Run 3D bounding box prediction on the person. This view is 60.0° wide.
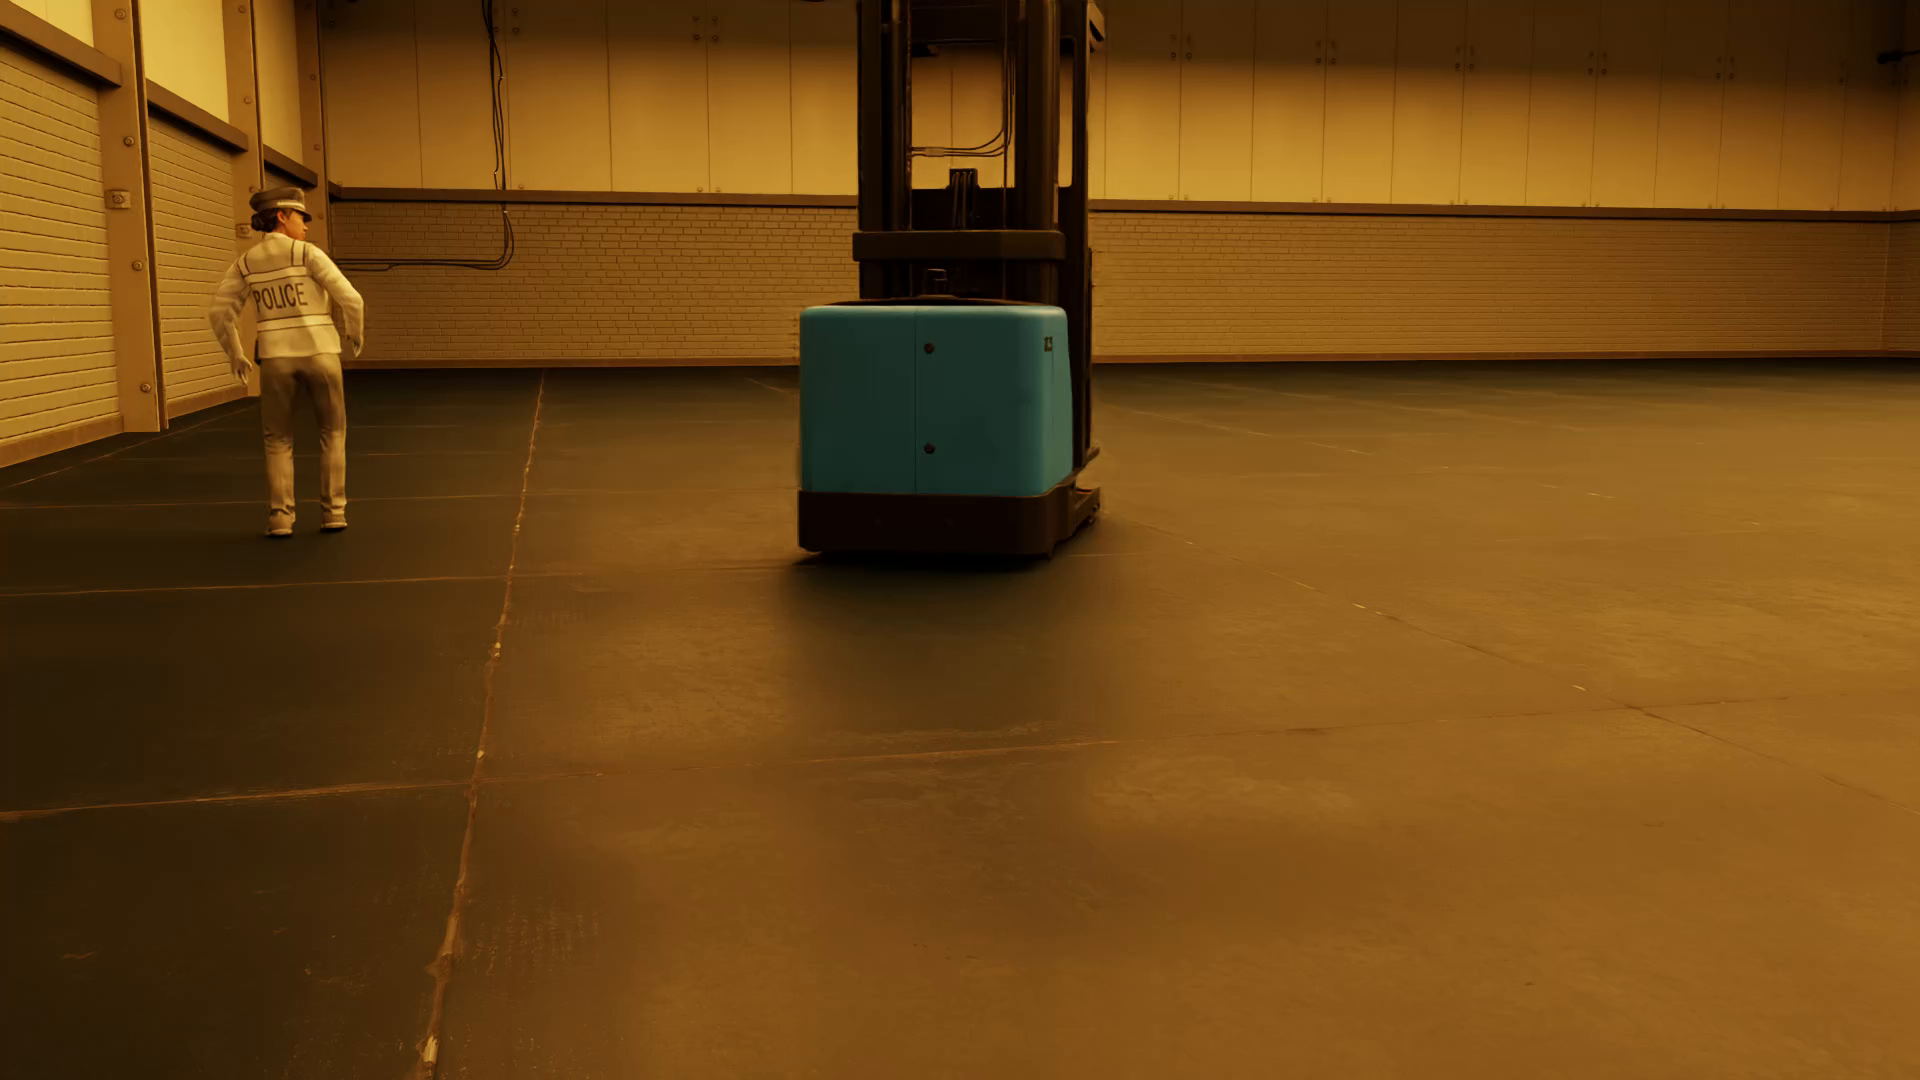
[{"bbox_3d":[-3.157,-0.832,7.858,0.712,1.632,0.481,-1,8,-9],"label":"person"}]

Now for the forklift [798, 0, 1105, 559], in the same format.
[{"bbox_3d":[0.105,-1.536,8.104,1.130,2.935,3.031,2,8,11],"label":"forklift"}]
